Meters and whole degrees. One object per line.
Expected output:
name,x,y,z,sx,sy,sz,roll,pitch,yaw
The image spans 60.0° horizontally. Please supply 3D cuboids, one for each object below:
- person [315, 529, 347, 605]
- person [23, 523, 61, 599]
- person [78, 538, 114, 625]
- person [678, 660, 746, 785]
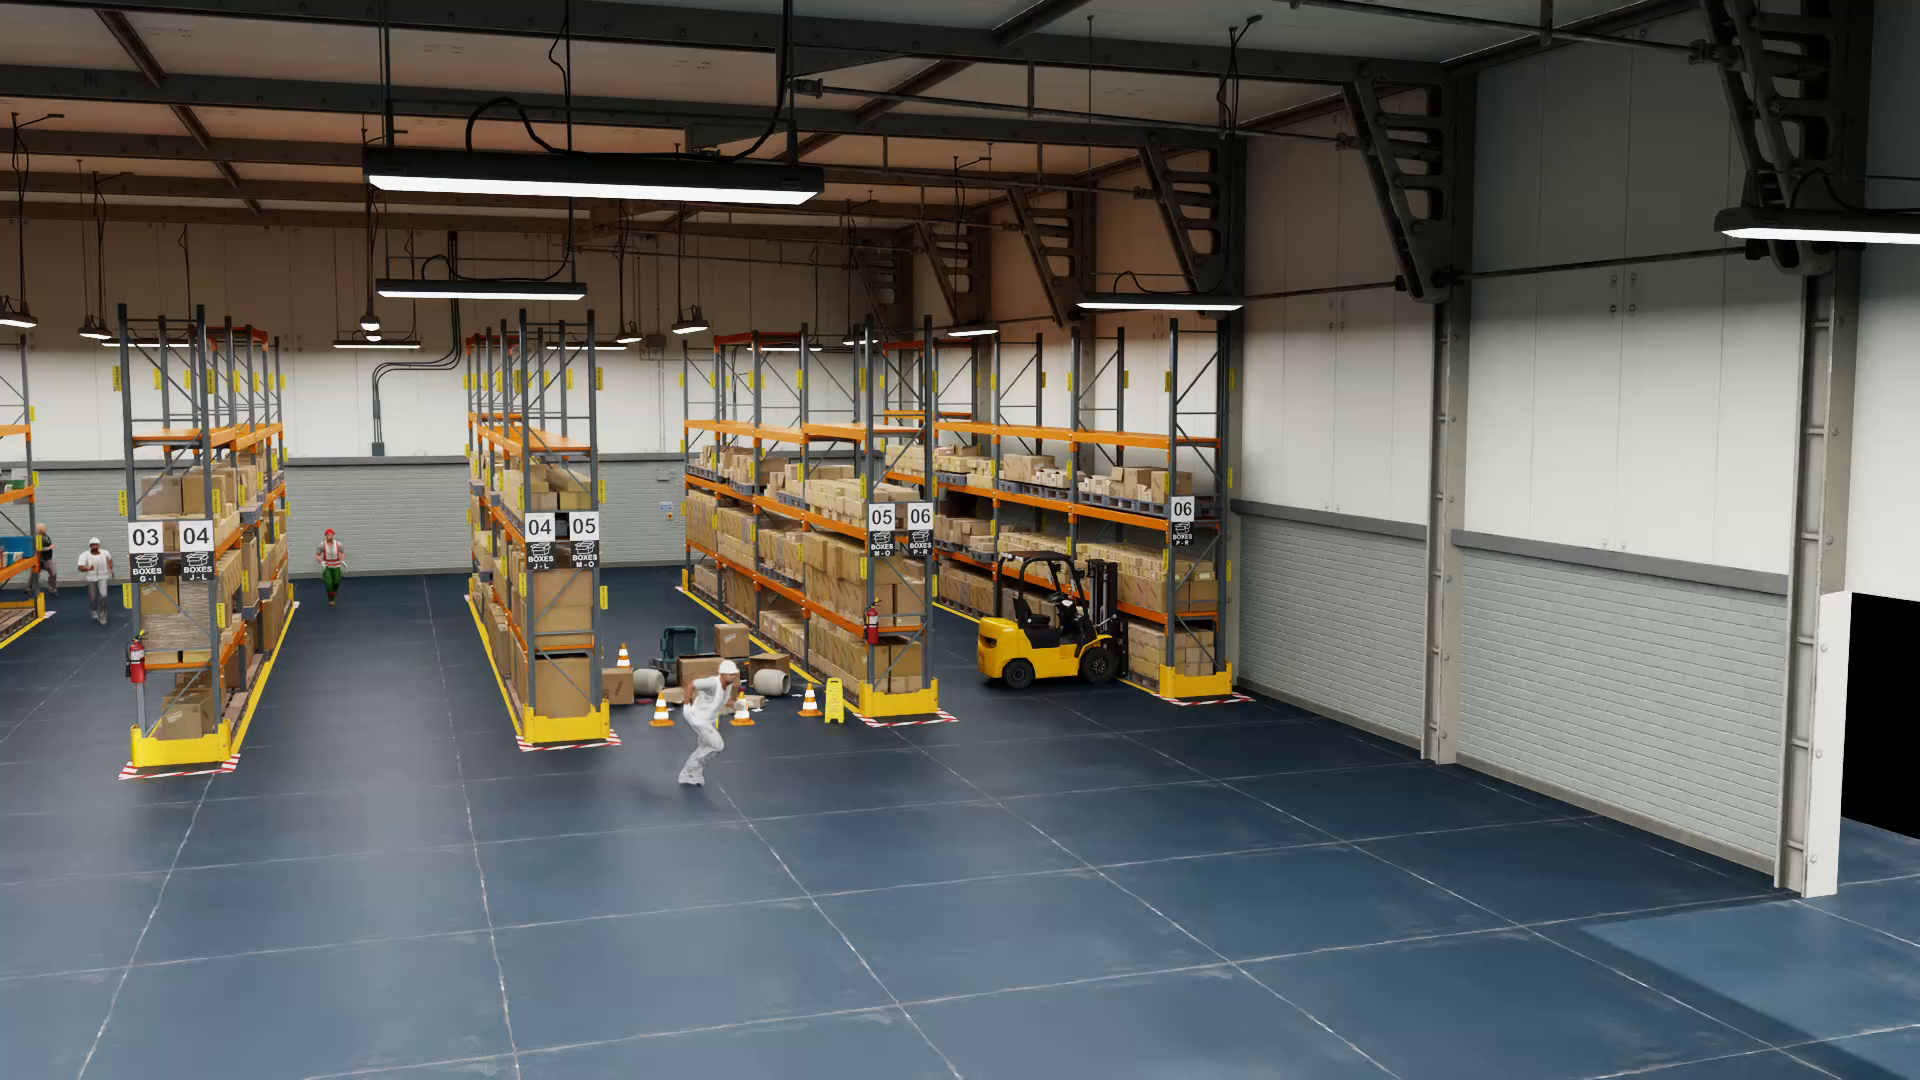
person,-14.116,0.604,37.334,0.659,1.728,0.642,-3,6,-26
person,-21.200,0.499,38.369,0.868,1.776,0.626,1,5,9
person,-17.908,0.855,34.487,0.655,1.822,0.855,-3,6,-29
person,-3.092,2.258,20.436,0.921,1.596,0.722,2,6,22
